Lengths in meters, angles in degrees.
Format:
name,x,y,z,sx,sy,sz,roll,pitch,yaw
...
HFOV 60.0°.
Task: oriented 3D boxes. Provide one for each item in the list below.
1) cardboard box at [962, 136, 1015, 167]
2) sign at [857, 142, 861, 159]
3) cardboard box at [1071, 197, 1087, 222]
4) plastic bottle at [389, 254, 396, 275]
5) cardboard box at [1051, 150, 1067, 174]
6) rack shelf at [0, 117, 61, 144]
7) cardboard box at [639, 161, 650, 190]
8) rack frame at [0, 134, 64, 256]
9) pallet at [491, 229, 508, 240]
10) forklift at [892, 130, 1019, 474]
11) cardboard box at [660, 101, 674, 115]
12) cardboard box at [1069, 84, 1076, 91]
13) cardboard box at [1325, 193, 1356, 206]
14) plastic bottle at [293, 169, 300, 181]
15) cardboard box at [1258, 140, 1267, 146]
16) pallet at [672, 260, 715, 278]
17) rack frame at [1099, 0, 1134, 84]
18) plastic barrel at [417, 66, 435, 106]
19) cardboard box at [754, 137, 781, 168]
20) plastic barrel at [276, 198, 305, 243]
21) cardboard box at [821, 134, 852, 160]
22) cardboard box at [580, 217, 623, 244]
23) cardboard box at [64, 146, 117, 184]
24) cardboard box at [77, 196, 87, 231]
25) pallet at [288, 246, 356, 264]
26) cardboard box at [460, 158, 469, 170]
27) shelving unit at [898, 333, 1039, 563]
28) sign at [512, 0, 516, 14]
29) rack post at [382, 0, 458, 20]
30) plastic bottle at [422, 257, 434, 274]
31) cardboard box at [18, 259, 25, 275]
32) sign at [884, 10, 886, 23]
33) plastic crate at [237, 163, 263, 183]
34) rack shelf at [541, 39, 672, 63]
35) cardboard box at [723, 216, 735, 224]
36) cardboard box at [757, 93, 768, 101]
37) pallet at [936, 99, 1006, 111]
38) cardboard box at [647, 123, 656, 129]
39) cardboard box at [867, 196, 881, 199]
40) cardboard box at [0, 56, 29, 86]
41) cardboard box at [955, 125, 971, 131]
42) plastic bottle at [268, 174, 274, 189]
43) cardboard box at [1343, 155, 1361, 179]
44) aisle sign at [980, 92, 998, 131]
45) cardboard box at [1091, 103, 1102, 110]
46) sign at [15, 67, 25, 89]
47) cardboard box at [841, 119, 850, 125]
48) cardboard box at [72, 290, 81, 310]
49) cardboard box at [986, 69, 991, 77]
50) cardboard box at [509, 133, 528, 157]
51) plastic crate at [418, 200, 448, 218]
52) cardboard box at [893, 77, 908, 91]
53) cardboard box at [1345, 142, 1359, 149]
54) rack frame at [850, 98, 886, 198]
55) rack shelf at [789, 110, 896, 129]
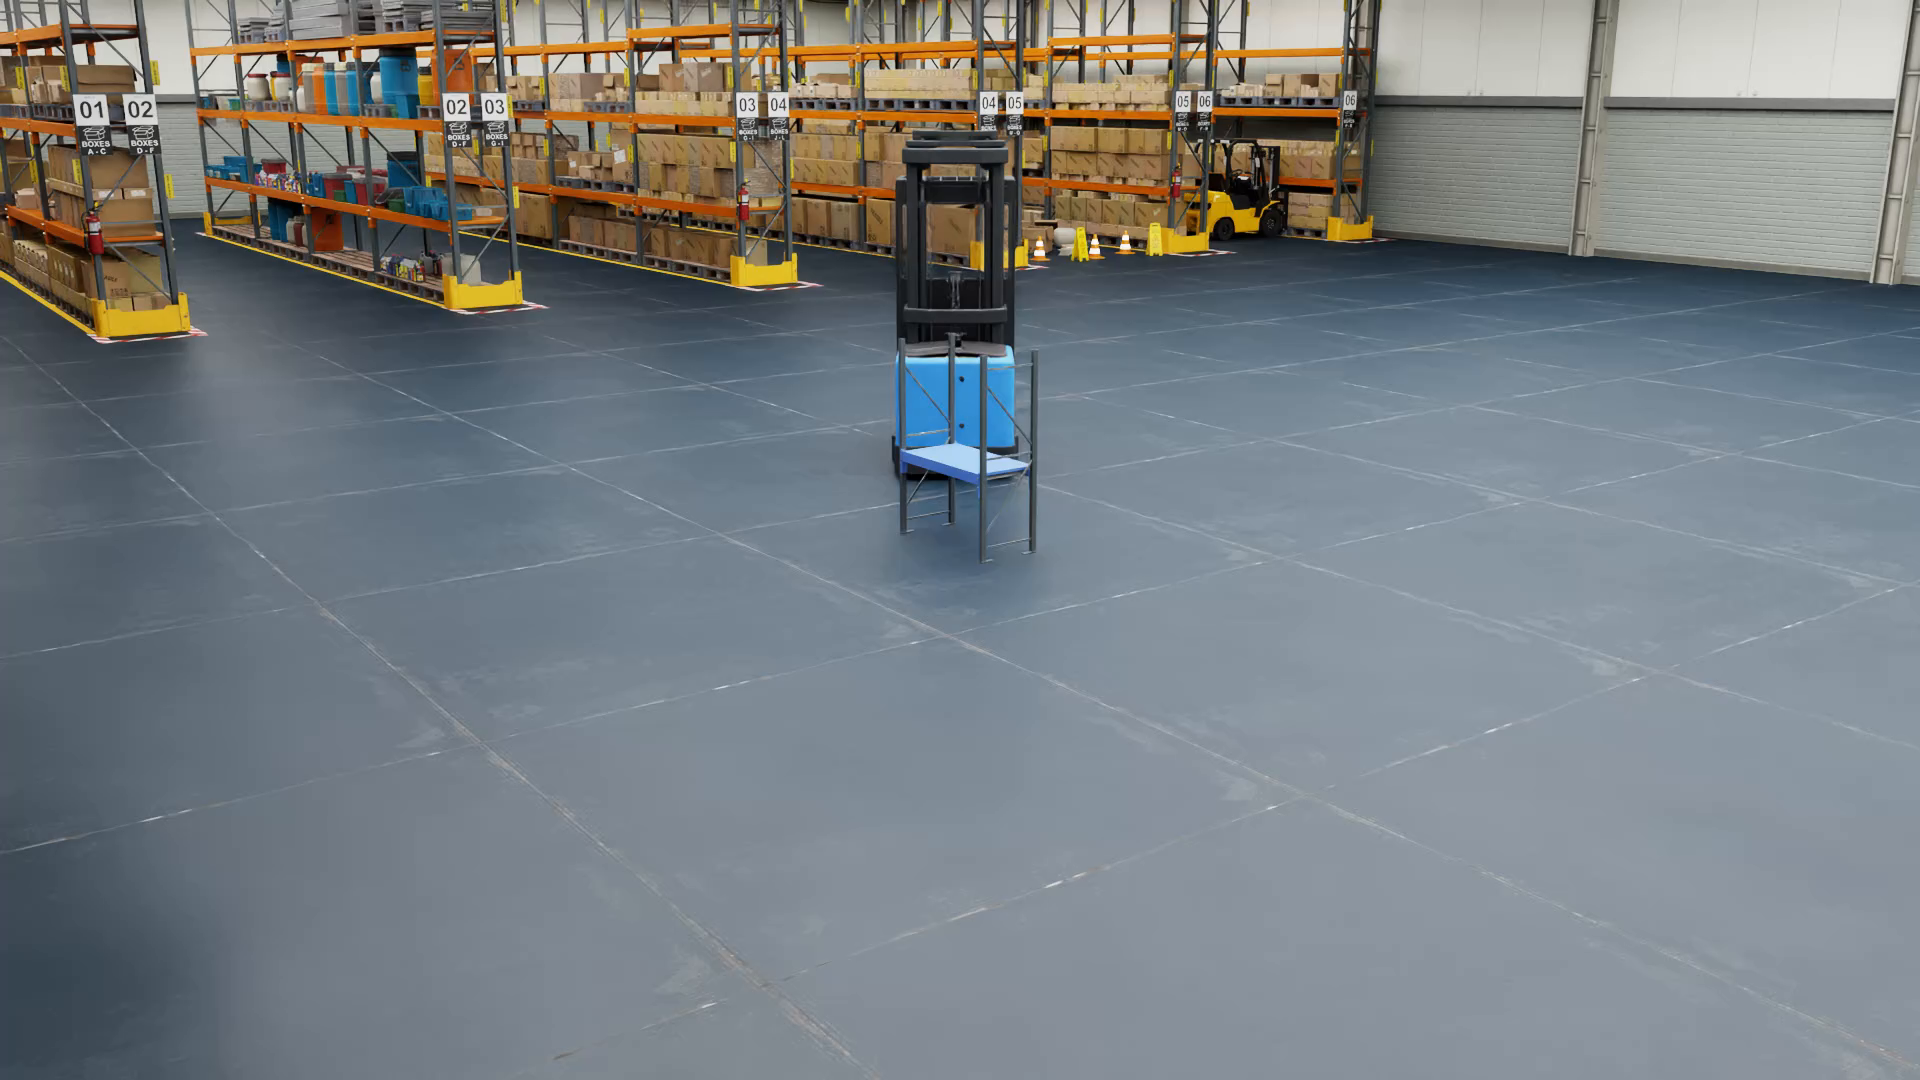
name,x,y,z,sx,sy,sz,roll,pitch,yaw
cardboard box,0.544,-7.298,31.230,0.875,0.550,0.550,-11,19,-35
sign,-2.054,-7.908,33.744,0.100,0.325,0.005,-11,19,-35
cardboard box,2.776,-7.222,36.272,0.500,0.500,0.500,-10,18,-32
plastic bottle,-9.560,-4.655,28.085,0.144,0.351,0.185,-10,18,-33
cardboard box,2.357,-8.318,36.534,0.500,0.500,0.500,-11,19,-35
rack shelf,-14.884,-6.716,27.112,1.077,0.370,4.000,-11,19,-35
cardboard box,-5.478,-6.812,31.029,0.875,0.500,0.500,-11,19,-35
rack frame,-16.060,-6.043,28.973,1.000,3.000,0.127,-11,19,-35
pallet,-9.882,-6.936,37.518,1.003,0.211,1.213,-11,19,-35
forklift,-0.040,-2.313,15.474,1.130,2.935,3.031,0,15,0
cardboard box,-5.036,-7.744,29.791,0.500,0.250,0.500,-12,19,-37
cardboard box,2.569,-9.747,35.791,0.380,0.149,0.250,-12,19,-36
cardboard box,8.559,-7.672,37.443,0.500,0.250,0.500,-11,19,-35
plastic bottle,-13.605,-7.434,34.149,0.144,0.351,0.185,-11,19,-35
cardboard box,7.105,-9.163,38.390,0.380,0.149,0.250,-11,19,-35
pallet,-4.548,-4.982,30.379,1.003,0.211,1.213,-11,19,-35
rack frame,3.985,-12.783,42.234,1.000,3.000,0.127,-11,19,-35
plastic barrel,-8.120,-7.067,25.879,0.600,0.588,0.600,0,15,0
cardboard box,-3.444,-6.705,28.746,0.500,0.500,0.500,-11,19,-35
plastic barrel,-13.680,-6.586,34.135,0.600,0.901,0.708,-11,19,-35
cardboard box,-2.519,-8.327,35.235,0.700,0.500,0.500,-11,19,-34
cardboard box,-7.298,-6.330,33.923,0.700,0.500,0.500,-13,20,-39
cardboard box,-12.556,-5.448,24.151,0.700,0.500,0.500,-11,19,-34
cardboard box,-12.220,-4.703,23.888,0.700,0.500,0.500,-11,19,-34
pallet,-12.548,-5.628,32.739,1.003,0.211,1.213,-11,19,-35
cardboard box,-11.174,-8.669,38.287,0.500,0.250,0.500,-10,18,-33
shelving unit,0.050,-0.705,12.312,0.538,1.500,1.048,-11,19,-35
sign,-9.964,-11.903,37.100,0.100,0.325,0.005,-11,19,-35
rack post,-8.511,-8.369,26.250,0.937,0.300,0.954,-11,19,-36
plastic bottle,-9.079,-4.693,28.368,0.152,0.276,0.135,-11,19,-35
cardboard box,-15.693,-4.655,28.314,0.500,0.250,0.500,-12,19,-36
sign,-1.948,-13.441,42.720,0.100,0.325,0.005,-11,19,-35
plastic crate,-14.953,-7.733,35.065,0.392,0.384,0.575,-11,19,-35
rack shelf,-6.868,-9.506,32.384,1.077,0.370,4.000,-11,19,-35
cardboard box,-5.198,-7.647,38.772,0.500,0.500,0.500,-12,19,-37
cardboard box,-3.315,-7.533,28.264,0.380,0.149,0.250,-11,19,-35
pallet,0.286,-8.181,31.269,1.003,0.211,1.213,-11,19,-35
cardboard box,-7.418,-10.136,41.279,0.500,0.500,0.500,-10,18,-33
cardboard box,-1.951,-9.030,43.116,0.875,0.875,0.875,-10,18,-33
cardboard box,-16.311,-8.114,28.776,0.500,0.500,0.500,-11,19,-35
cardboard box,0.212,-11.571,47.472,0.500,0.500,0.500,-10,18,-33
plastic bottle,-13.894,-7.250,33.617,0.152,0.276,0.135,-11,19,-35
cardboard box,8.622,-8.378,37.315,0.500,0.500,0.500,-10,18,-33
aisle sign,0.530,-7.812,30.512,0.394,0.787,0.004,-11,19,-35
cardboard box,2.996,-9.196,35.287,0.380,0.149,0.250,-11,19,-36
sign,-14.141,-6.950,25.031,0.100,0.325,0.005,-11,19,-35
cardboard box,-2.886,-10.905,43.425,0.380,0.149,0.250,-10,18,-33
cardboard box,-12.509,-3.491,24.062,0.500,0.250,0.500,-11,19,-35
cardboard box,0.646,-8.755,31.181,0.380,0.149,0.250,-11,19,-34
cardboard box,-9.620,-8.683,36.528,0.797,0.503,0.637,-11,19,-34
plastic crate,-8.260,-5.231,26.288,0.499,0.251,0.408,-11,19,-35
cardboard box,-0.965,-8.880,32.391,0.500,0.250,0.500,-11,19,-35
cardboard box,8.664,-8.790,37.030,0.380,0.149,0.250,-11,19,-36
rack frame,-2.380,-9.972,43.329,1.000,3.000,0.127,-11,19,-35
rack shelf,-2.797,-9.001,35.461,1.077,0.370,4.000,-11,19,-35
